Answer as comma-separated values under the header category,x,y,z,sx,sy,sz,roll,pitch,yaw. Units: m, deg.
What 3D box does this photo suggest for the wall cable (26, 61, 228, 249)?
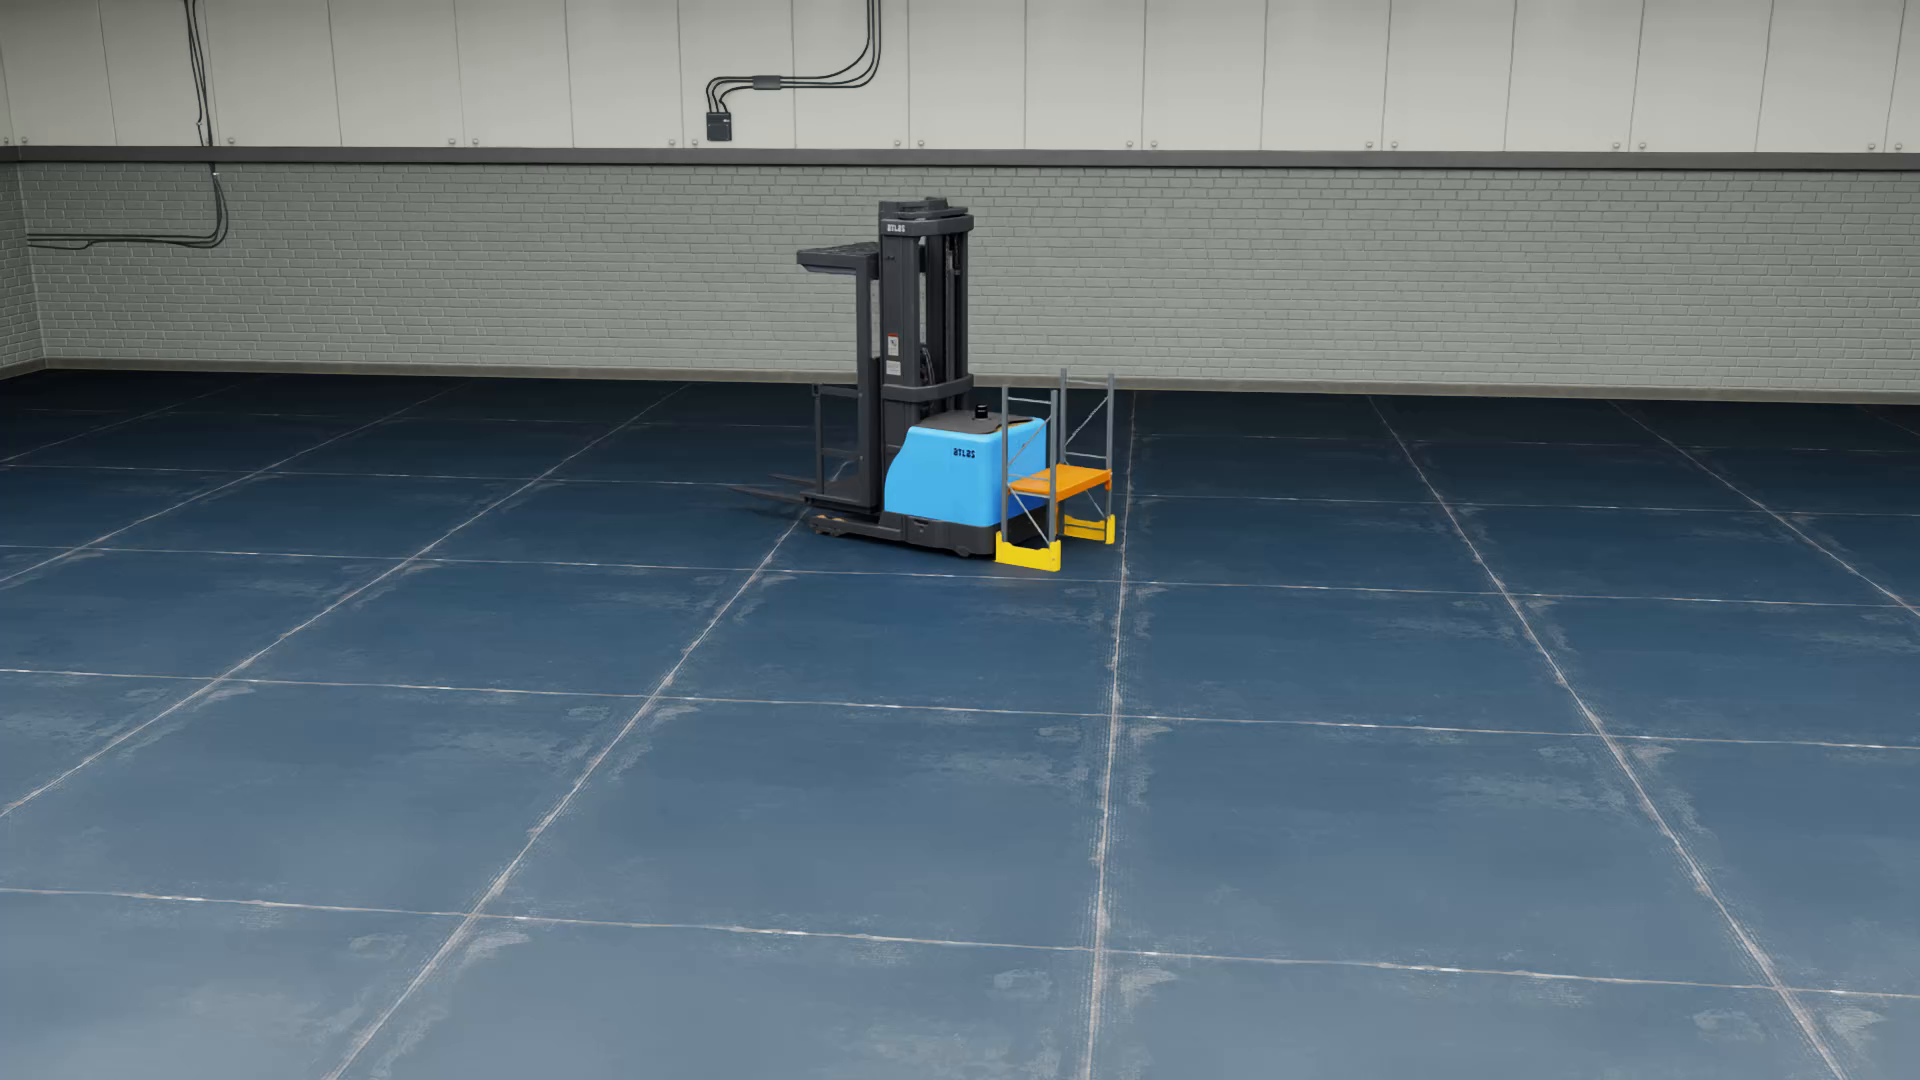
category,x,y,z,sx,sy,sz,roll,pitch,yaw
wall cable,-11.587,-5.242,22.757,3.097,2.526,0.112,2,15,6

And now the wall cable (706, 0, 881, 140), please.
category,x,y,z,sx,sy,sz,roll,pitch,yaw
wall cable,-2.156,-8.099,20.859,2.305,6.003,0.169,2,15,6

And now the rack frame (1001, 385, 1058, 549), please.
category,x,y,z,sx,sy,sz,roll,pitch,yaw
rack frame,0.563,-0.509,13.672,0.500,1.500,0.032,9,18,30

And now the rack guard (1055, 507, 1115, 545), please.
category,x,y,z,sx,sy,sz,roll,pitch,yaw
rack guard,1.087,-0.128,14.655,0.587,0.250,0.087,9,18,30

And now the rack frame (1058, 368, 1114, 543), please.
category,x,y,z,sx,sy,sz,roll,pitch,yaw
rack frame,1.097,-0.735,14.508,0.500,1.500,0.032,9,18,30

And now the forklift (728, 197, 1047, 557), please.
category,x,y,z,sx,sy,sz,roll,pitch,yaw
forklift,-0.745,-1.546,14.763,3.031,2.935,1.130,10,18,33

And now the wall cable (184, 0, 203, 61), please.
category,x,y,z,sx,sy,sz,roll,pitch,yaw
wall cable,-8.899,-7.600,21.803,3.097,2.526,0.112,2,15,6

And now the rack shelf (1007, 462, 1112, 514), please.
category,x,y,z,sx,sy,sz,roll,pitch,yaw
rack shelf,0.830,-0.449,14.137,0.538,0.185,1.000,9,18,30

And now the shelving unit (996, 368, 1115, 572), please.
category,x,y,z,sx,sy,sz,roll,pitch,yaw
shelving unit,0.825,-0.620,14.083,0.587,1.500,1.083,9,18,30

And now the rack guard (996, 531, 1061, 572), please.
category,x,y,z,sx,sy,sz,roll,pitch,yaw
rack guard,0.564,0.094,13.837,0.587,0.250,0.087,9,18,30
